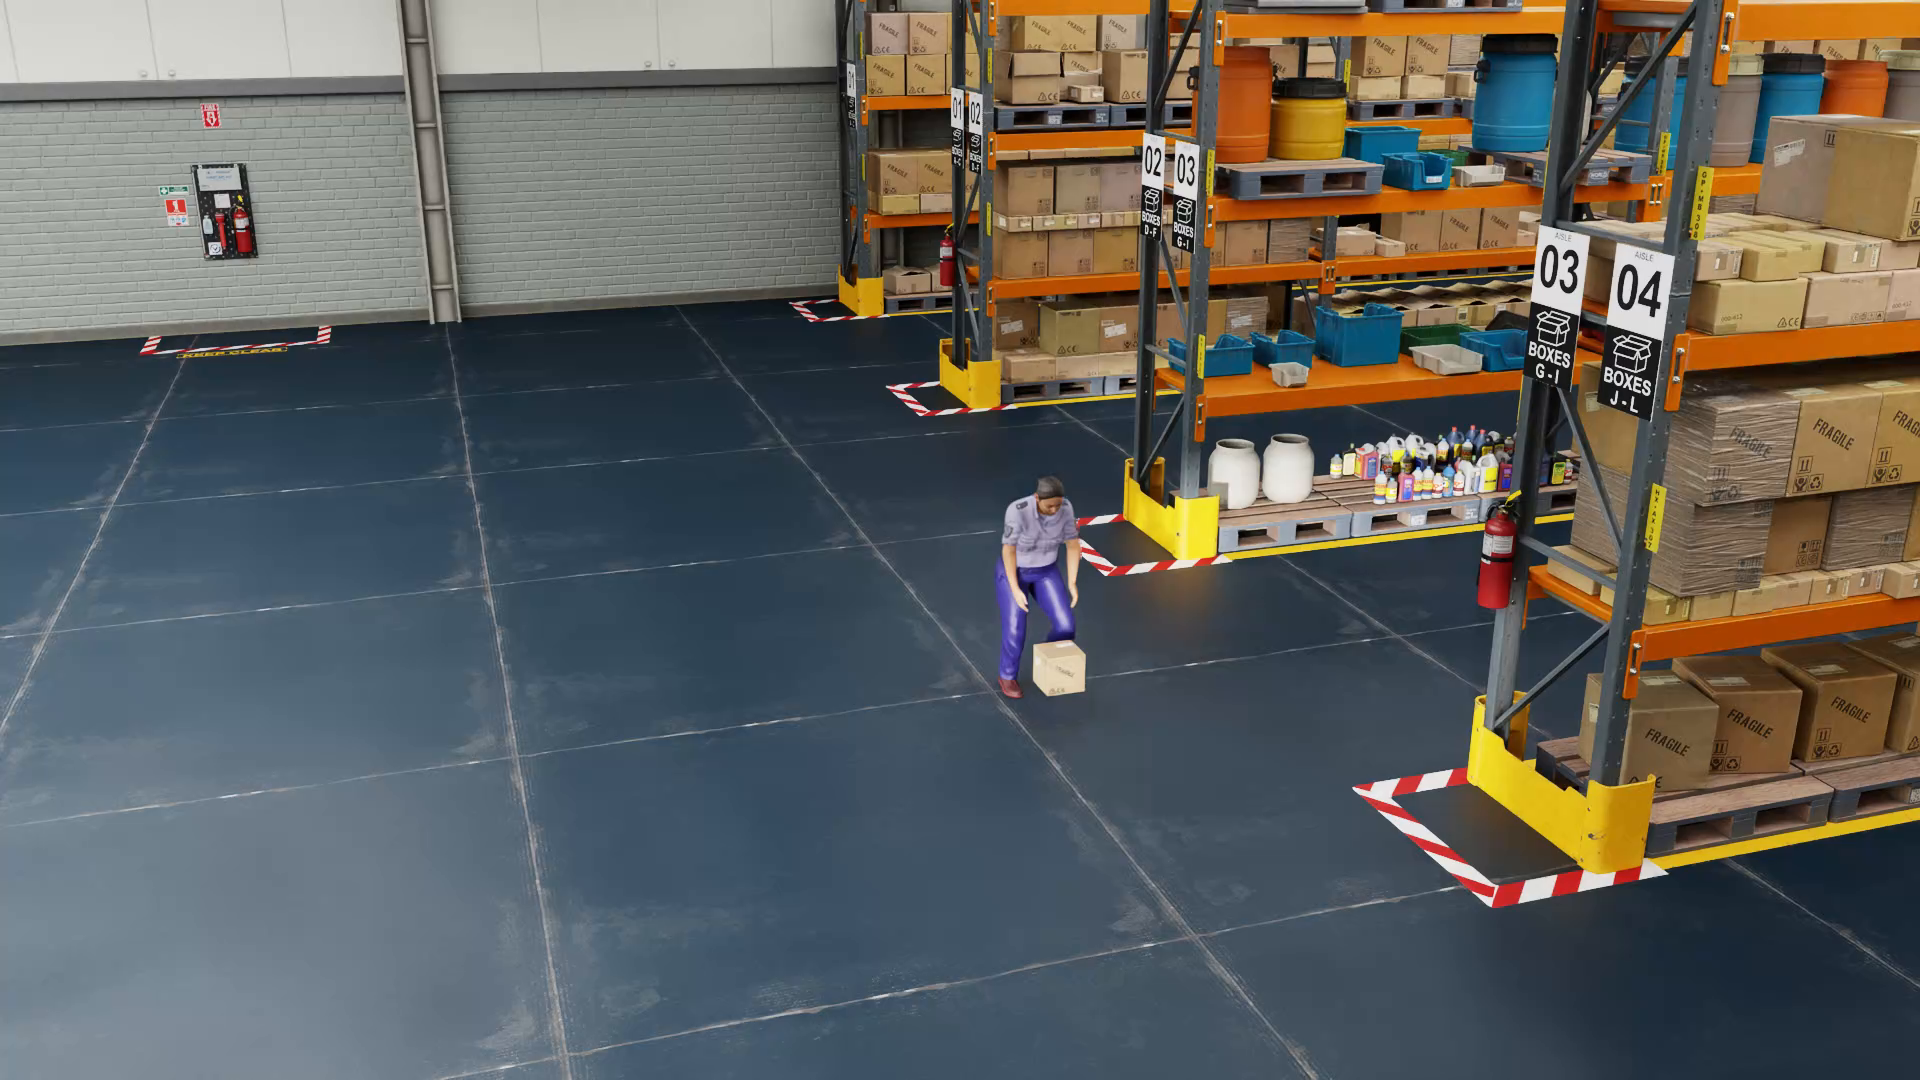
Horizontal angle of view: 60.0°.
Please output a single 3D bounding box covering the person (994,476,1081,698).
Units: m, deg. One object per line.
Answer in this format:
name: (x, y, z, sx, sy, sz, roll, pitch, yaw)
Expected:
person: (0.497, 0.261, 10.606, 0.525, 1.490, 0.551, -6, 20, -16)
